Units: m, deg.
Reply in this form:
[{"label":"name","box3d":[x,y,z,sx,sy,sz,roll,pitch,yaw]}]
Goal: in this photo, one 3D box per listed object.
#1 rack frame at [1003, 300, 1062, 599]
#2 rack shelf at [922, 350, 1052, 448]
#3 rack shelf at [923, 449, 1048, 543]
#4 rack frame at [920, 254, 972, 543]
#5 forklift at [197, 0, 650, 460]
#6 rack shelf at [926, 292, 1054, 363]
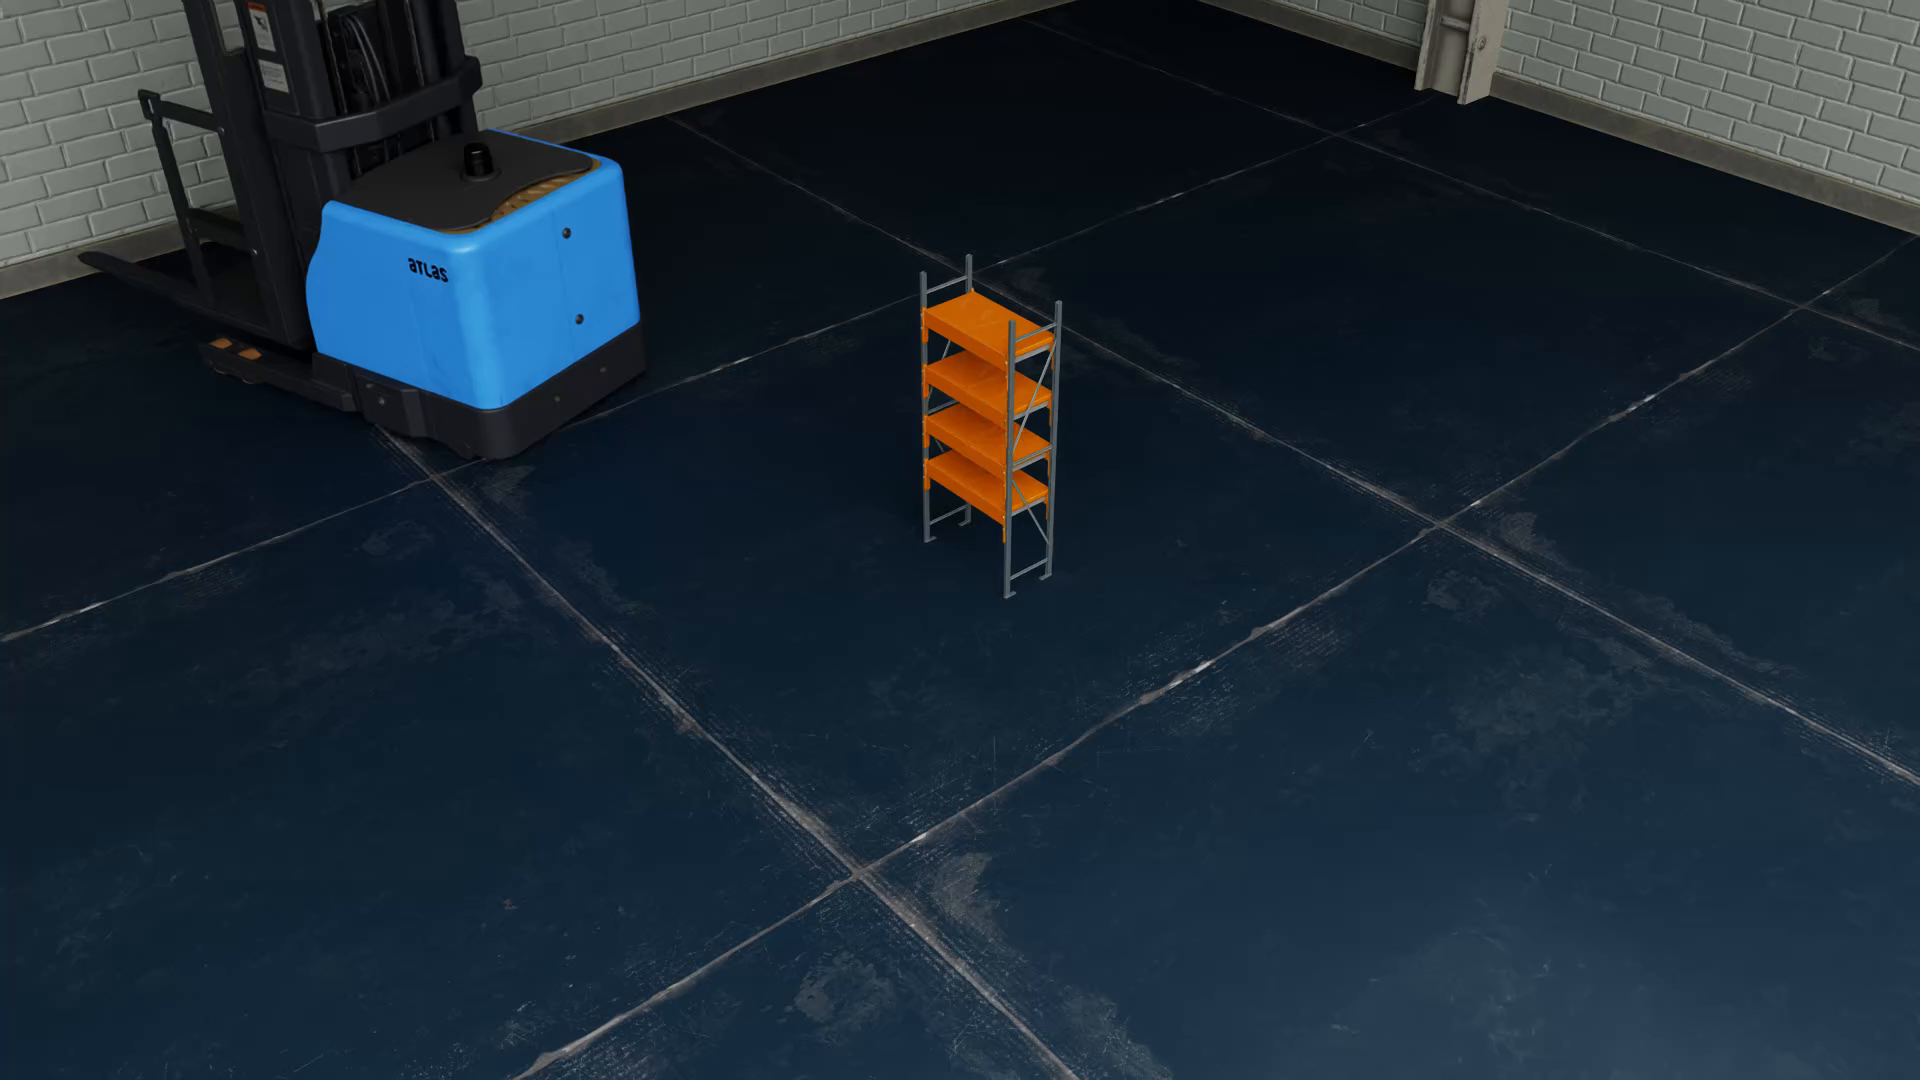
[{"label":"rack frame","box3d":[0.264,-0.309,6.148,0.240,1.200,0.015,-26,43,-32]},{"label":"rack shelf","box3d":[0.107,-0.544,6.210,0.258,0.148,0.480,-26,43,-32]},{"label":"rack shelf","box3d":[0.107,-0.200,6.454,0.258,0.148,0.480,-26,43,-32]},{"label":"rack frame","box3d":[-0.051,-0.524,6.452,0.240,1.200,0.015,-26,43,-32]},{"label":"forklift","box3d":[-2.513,-1.978,7.062,1.939,2.867,1.129,19,39,25]},{"label":"rack shelf","box3d":[0.107,-0.769,6.050,0.221,0.050,0.457,-26,43,-32]}]
